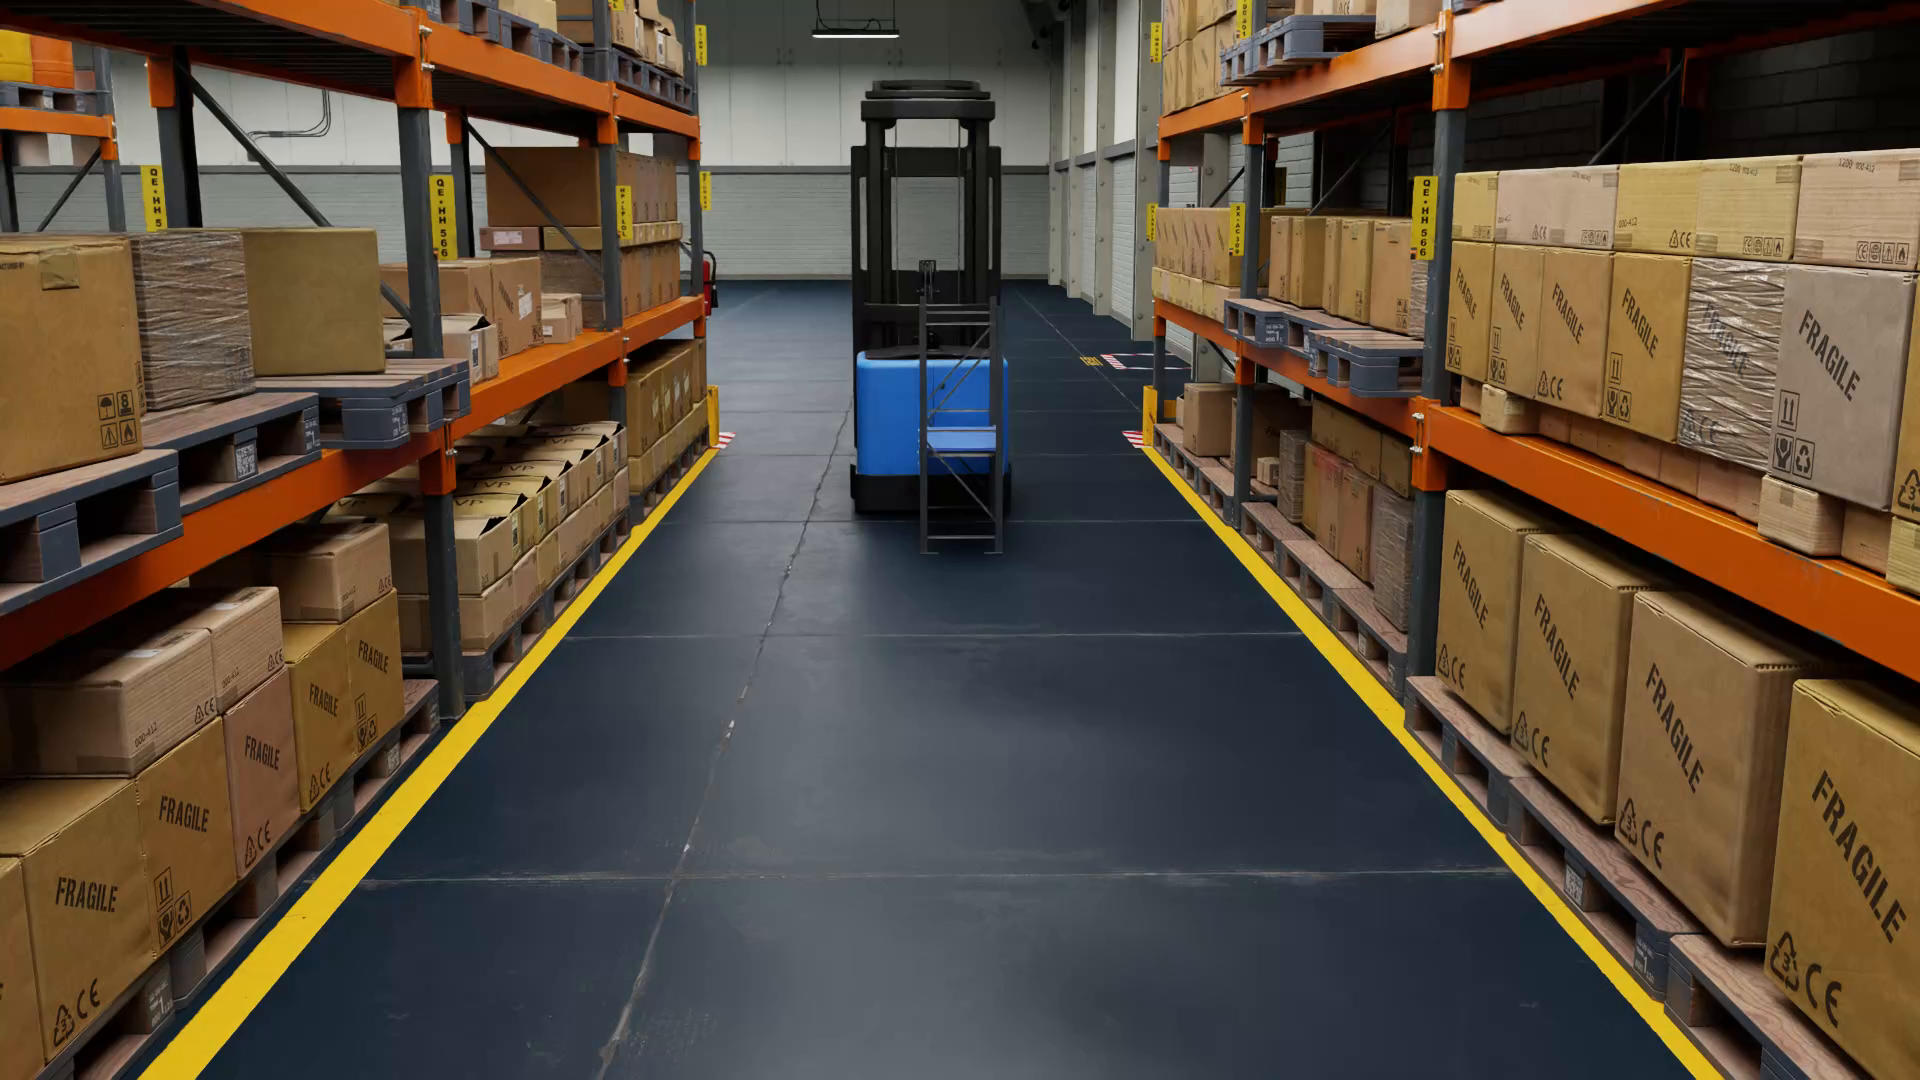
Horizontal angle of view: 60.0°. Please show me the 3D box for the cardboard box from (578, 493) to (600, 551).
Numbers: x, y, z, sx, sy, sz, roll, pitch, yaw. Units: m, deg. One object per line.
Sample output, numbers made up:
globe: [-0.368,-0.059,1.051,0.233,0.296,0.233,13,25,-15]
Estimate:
cardboard box: [-2.335,-0.098,9.359,0.500,0.250,0.500,0,11,0]

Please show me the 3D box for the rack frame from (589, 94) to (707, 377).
rack frame: [-2.735,-2.319,14.444,1.000,3.000,0.127,0,11,-1]

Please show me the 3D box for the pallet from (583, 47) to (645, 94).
pallet: [-2.696,-3.120,11.071,1.003,0.211,1.213,0,11,-1]

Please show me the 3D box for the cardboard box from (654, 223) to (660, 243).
cardboard box: [-2.509,-2.353,12.730,0.380,0.149,0.250,0,11,0]

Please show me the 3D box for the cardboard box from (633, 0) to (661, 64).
cardboard box: [-2.561,-3.647,11.777,0.797,0.503,0.637,1,12,5]

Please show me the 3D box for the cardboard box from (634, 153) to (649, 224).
cardboard box: [-2.699,-2.596,12.296,0.700,0.500,0.500,0,11,-1]

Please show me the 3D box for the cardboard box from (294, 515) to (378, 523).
cardboard box: [-2.827,0.035,7.290,0.500,0.311,0.500,0,11,0]

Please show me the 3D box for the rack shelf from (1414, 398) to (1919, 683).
rack shelf: [2.424,0.001,4.821,1.077,0.370,4.000,0,11,-1]

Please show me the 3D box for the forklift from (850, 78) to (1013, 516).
forklift: [-0.253,-1.844,12.276,1.130,2.935,3.031,-1,11,-3]

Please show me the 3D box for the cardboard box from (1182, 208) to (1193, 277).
cardboard box: [1.954,-2.244,12.516,0.500,0.500,0.500,0,11,1]

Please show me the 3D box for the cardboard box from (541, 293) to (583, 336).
cardboard box: [-2.599,-1.352,10.058,0.500,0.250,0.500,0,11,2]

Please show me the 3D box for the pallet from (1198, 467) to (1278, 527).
pallet: [2.251,-0.311,11.563,1.003,0.211,1.213,0,11,-1]

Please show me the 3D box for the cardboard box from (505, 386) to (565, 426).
cardboard box: [-2.880,-0.940,11.622,0.500,0.500,0.500,0,11,-1]

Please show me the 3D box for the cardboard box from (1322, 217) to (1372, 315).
cardboard box: [2.325,-1.466,8.883,0.700,0.500,0.500,1,12,7]

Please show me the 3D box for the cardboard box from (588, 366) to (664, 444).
cardboard box: [-2.368,-0.942,11.632,0.500,0.500,0.500,0,11,-1]

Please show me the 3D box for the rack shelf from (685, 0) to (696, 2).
rack shelf: [-2.694,-4.313,11.999,1.077,0.370,4.000,0,11,-1]

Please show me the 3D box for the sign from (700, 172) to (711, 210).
sign: [-2.193,-3.002,14.303,0.100,0.325,0.005,0,11,-1]

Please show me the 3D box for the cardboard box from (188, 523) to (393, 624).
cardboard box: [-2.311,0.110,5.769,0.500,0.250,0.500,0,11,1]

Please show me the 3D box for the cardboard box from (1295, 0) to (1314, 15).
cardboard box: [2.231,-3.161,9.742,0.500,0.500,0.500,1,12,7]

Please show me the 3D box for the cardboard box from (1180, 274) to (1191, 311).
cardboard box: [1.948,-1.873,12.573,0.500,0.250,0.500,0,11,-1]

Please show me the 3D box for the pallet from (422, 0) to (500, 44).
pallet: [-2.674,-2.240,6.989,1.213,0.211,1.003,0,11,1]

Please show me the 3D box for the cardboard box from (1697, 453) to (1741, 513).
cardboard box: [2.193,-0.160,4.384,0.380,0.149,0.250,-1,11,-3]

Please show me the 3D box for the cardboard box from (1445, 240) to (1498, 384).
cardboard box: [2.137,-0.857,6.187,0.500,0.500,0.500,0,11,1]

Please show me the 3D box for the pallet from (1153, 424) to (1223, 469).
pallet: [2.200,-0.796,13.954,1.003,0.211,1.213,0,11,-1]

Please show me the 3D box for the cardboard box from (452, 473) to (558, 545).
cardboard box: [-2.315,-0.173,8.315,0.500,0.311,0.500,-1,11,-3]

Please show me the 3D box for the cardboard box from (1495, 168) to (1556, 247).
cardboard box: [2.146,-1.124,5.617,0.500,0.250,0.500,0,11,-2]

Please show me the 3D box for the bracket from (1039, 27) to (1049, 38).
bracket: [2.130,-12.788,41.906,0.235,0.232,0.430,0,11,-1]

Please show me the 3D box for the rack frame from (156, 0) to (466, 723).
rack frame: [-2.570,-0.728,6.605,1.000,3.000,0.127,0,11,-1]

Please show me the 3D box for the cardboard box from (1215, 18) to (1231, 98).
cardboard box: [2.044,-3.273,11.304,0.500,0.500,0.500,-1,12,-6]

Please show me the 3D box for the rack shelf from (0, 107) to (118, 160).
rack shelf: [-7.647,-3.019,12.161,1.077,0.370,4.000,0,11,-1]

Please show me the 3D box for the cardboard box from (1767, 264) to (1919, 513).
cardboard box: [2.183,-0.351,3.696,0.500,0.500,0.500,0,11,-1]

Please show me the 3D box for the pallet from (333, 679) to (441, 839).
pallet: [-2.593,0.787,6.150,1.003,0.211,1.213,0,11,-1]

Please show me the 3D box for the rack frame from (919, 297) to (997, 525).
rack frame: [-0.013,-0.837,10.914,0.500,1.500,0.032,-1,11,-3]

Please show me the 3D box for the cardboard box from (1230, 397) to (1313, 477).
cardboard box: [2.238,-0.741,11.850,0.500,0.500,0.500,-1,12,-5]

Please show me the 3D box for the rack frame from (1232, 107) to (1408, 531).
rack frame: [2.300,-1.545,10.629,1.000,3.000,0.127,0,11,-1]

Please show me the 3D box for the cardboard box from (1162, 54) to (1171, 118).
cardboard box: [1.974,-3.801,13.905,0.500,0.500,0.500,0,11,0]

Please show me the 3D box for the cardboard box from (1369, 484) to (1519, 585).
cardboard box: [2.421,0.014,8.126,0.700,0.500,0.500,0,11,-1]

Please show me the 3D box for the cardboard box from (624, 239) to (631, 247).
cardboard box: [-2.484,-2.098,11.473,0.380,0.149,0.250,0,11,-2]

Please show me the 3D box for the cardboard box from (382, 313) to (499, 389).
cardboard box: [-2.395,-0.863,7.495,0.500,0.311,0.500,0,11,-2]

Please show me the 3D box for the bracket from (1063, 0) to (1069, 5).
bracket: [2.307,-11.083,33.503,0.076,0.066,4.783,0,11,-1]

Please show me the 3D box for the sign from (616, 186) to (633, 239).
sign: [-2.111,-2.056,10.438,0.100,0.325,0.005,0,11,-1]

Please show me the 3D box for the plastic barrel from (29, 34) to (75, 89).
plastic barrel: [-7.551,-4.089,13.491,0.600,0.830,0.708,0,11,-1]

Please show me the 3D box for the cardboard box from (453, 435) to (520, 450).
cardboard box: [-2.888,-0.474,9.800,0.500,0.311,0.500,0,11,-2]

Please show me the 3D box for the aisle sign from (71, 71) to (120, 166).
aisle sign: [-7.392,-3.589,14.166,0.394,0.787,0.004,0,11,-1]

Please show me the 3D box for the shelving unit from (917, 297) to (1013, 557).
shelving unit: [0.018,-0.736,10.417,0.538,1.500,1.048,-1,11,-3]

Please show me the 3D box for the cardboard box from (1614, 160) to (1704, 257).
cardboard box: [2.177,-0.923,4.627,0.500,0.250,0.500,0,11,-2]

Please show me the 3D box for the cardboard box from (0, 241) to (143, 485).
cardboard box: [-2.351,-0.420,3.776,0.700,0.500,0.500,2,12,8]

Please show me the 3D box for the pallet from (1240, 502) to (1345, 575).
pallet: [2.317,-0.023,10.143,1.003,0.211,1.213,0,11,-1]

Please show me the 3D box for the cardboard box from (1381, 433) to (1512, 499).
cardboard box: [2.366,-0.364,8.104,0.500,0.250,0.500,0,11,0]

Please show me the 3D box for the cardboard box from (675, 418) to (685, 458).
cardboard box: [-2.386,-0.773,12.687,0.500,0.250,0.500,0,11,-1]

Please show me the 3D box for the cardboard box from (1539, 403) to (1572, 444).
cardboard box: [2.203,-0.417,5.652,0.380,0.149,0.250,0,11,-2]

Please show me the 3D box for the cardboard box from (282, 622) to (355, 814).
cardboard box: [-2.306,0.569,5.392,0.500,0.500,0.500,-1,11,-3]

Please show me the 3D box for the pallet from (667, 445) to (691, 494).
pallet: [-2.656,-0.558,12.780,1.003,0.211,1.213,0,11,-1]

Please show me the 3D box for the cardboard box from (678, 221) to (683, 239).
cardboard box: [-2.537,-2.610,13.999,0.380,0.149,0.250,0,11,-2]

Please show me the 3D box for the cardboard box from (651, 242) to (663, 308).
cardboard box: [-2.718,-2.072,12.975,0.700,0.500,0.500,0,11,-1]

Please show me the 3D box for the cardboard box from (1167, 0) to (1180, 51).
cardboard box: [1.942,-4.181,13.264,0.500,0.500,0.500,0,11,-2]

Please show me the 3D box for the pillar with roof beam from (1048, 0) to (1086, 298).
pillar with roof beam: [-1.704,-9.897,36.712,9.100,9.000,0.548,0,11,-1]

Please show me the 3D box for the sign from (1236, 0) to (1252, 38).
sign: [1.757,-3.264,10.261,0.100,0.325,0.005,0,11,-1]
